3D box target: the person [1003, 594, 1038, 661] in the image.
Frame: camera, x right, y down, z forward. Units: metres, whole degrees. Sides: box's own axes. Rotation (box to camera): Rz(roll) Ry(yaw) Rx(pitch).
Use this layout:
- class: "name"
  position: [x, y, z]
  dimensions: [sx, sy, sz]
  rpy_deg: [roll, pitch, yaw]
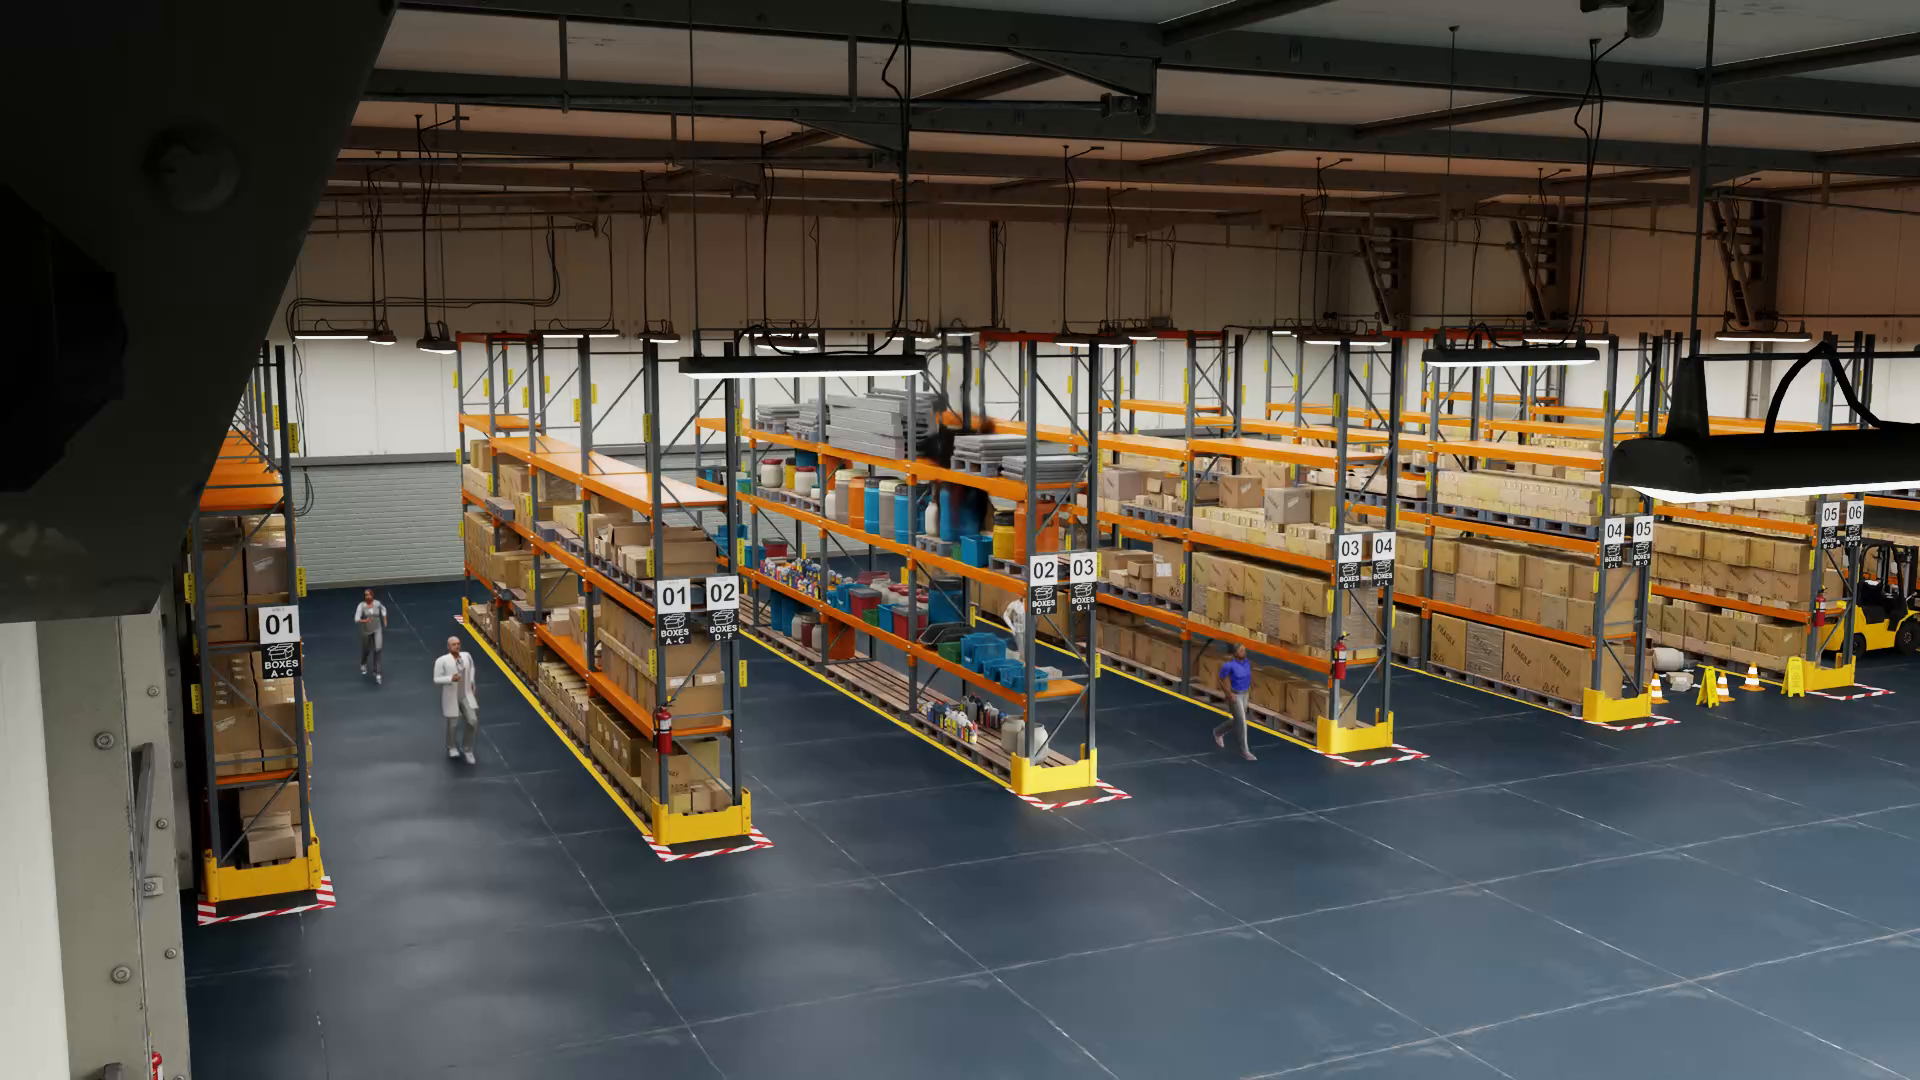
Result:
- class: "person"
  position: [1.069, 1.601, 28.766]
  dimensions: [0.610, 1.689, 0.848]
  rpy_deg: [-4, 8, -24]

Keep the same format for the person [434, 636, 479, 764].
- class: "person"
  position: [-7.134, 2.277, 23.648]
  dimensions: [0.685, 1.826, 0.777]
  rpy_deg: [-6, 10, -37]

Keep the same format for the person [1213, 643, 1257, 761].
- class: "person"
  position: [3.965, 2.278, 23.909]
  dimensions: [0.573, 1.653, 0.859]
  rpy_deg: [-6, 10, -39]

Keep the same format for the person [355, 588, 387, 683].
- class: "person"
  position: [-10.280, 1.646, 29.029]
  dimensions: [0.548, 1.606, 0.850]
  rpy_deg: [-4, 9, -26]
